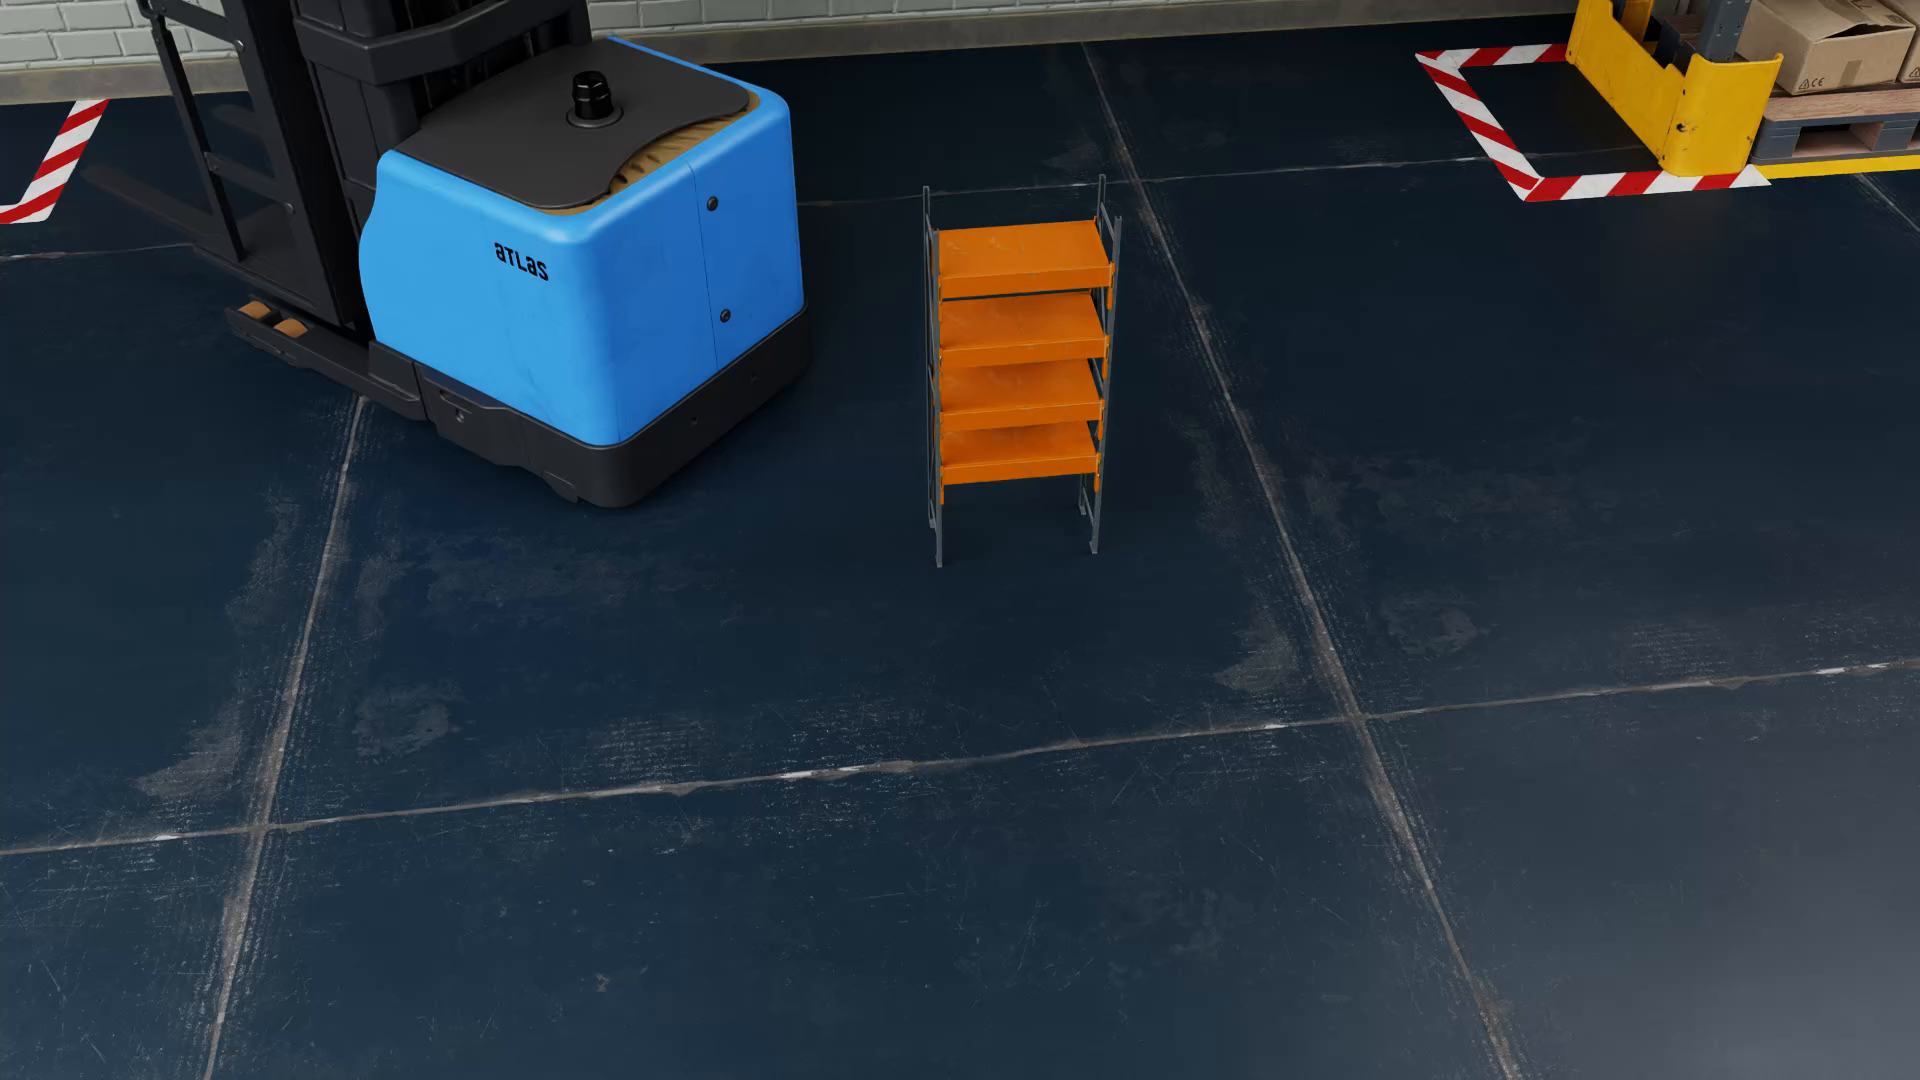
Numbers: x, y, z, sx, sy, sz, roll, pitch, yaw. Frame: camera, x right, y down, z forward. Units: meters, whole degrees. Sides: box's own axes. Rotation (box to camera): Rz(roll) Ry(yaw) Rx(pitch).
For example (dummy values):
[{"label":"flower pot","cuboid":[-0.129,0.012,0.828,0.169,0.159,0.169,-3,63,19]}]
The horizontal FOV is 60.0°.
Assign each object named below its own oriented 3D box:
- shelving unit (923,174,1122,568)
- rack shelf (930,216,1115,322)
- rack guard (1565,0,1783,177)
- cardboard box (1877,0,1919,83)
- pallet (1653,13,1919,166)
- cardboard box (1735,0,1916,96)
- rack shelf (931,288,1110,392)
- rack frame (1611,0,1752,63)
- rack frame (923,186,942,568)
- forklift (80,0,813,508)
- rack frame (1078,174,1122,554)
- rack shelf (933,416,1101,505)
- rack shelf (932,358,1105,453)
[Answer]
[{"label":"shelving unit","cuboid":[0.164,-0.460,4.864,0.503,1.200,0.258,-5,42,-6]},{"label":"rack shelf","cuboid":[0.164,-0.752,4.601,0.480,0.148,0.258,-5,42,-6]},{"label":"rack guard","cuboid":[3.056,-2.095,7.200,0.348,0.500,1.175,-5,42,-6]},{"label":"cardboard box","cuboid":[4.244,-2.231,7.163,0.500,0.311,0.500,-2,42,-2]},{"label":"pallet","cuboid":[3.866,-2.035,7.348,1.213,0.211,1.003,-5,42,-6]},{"label":"cardboard box","cuboid":[3.678,-2.182,7.109,0.500,0.311,0.500,-9,43,-10]},{"label":"rack shelf","cuboid":[0.164,-0.576,4.759,0.480,0.148,0.258,-5,42,-6]},{"label":"rack frame","cuboid":[2.981,-3.017,6.355,0.127,3.000,1.000,-5,42,-6]},{"label":"rack frame","cuboid":[-0.078,-0.439,4.841,0.015,1.200,0.240,-5,42,-6]},{"label":"forklift","cuboid":[-2.019,-1.975,5.251,3.031,2.935,1.130,25,48,25]},{"label":"rack frame","cuboid":[0.406,-0.481,4.888,0.015,1.200,0.240,-5,42,-6]},{"label":"rack shelf","cuboid":[0.164,-0.262,5.042,0.480,0.148,0.258,-5,42,-6]},{"label":"rack shelf","cuboid":[0.164,-0.410,4.909,0.480,0.148,0.258,-5,42,-6]}]
